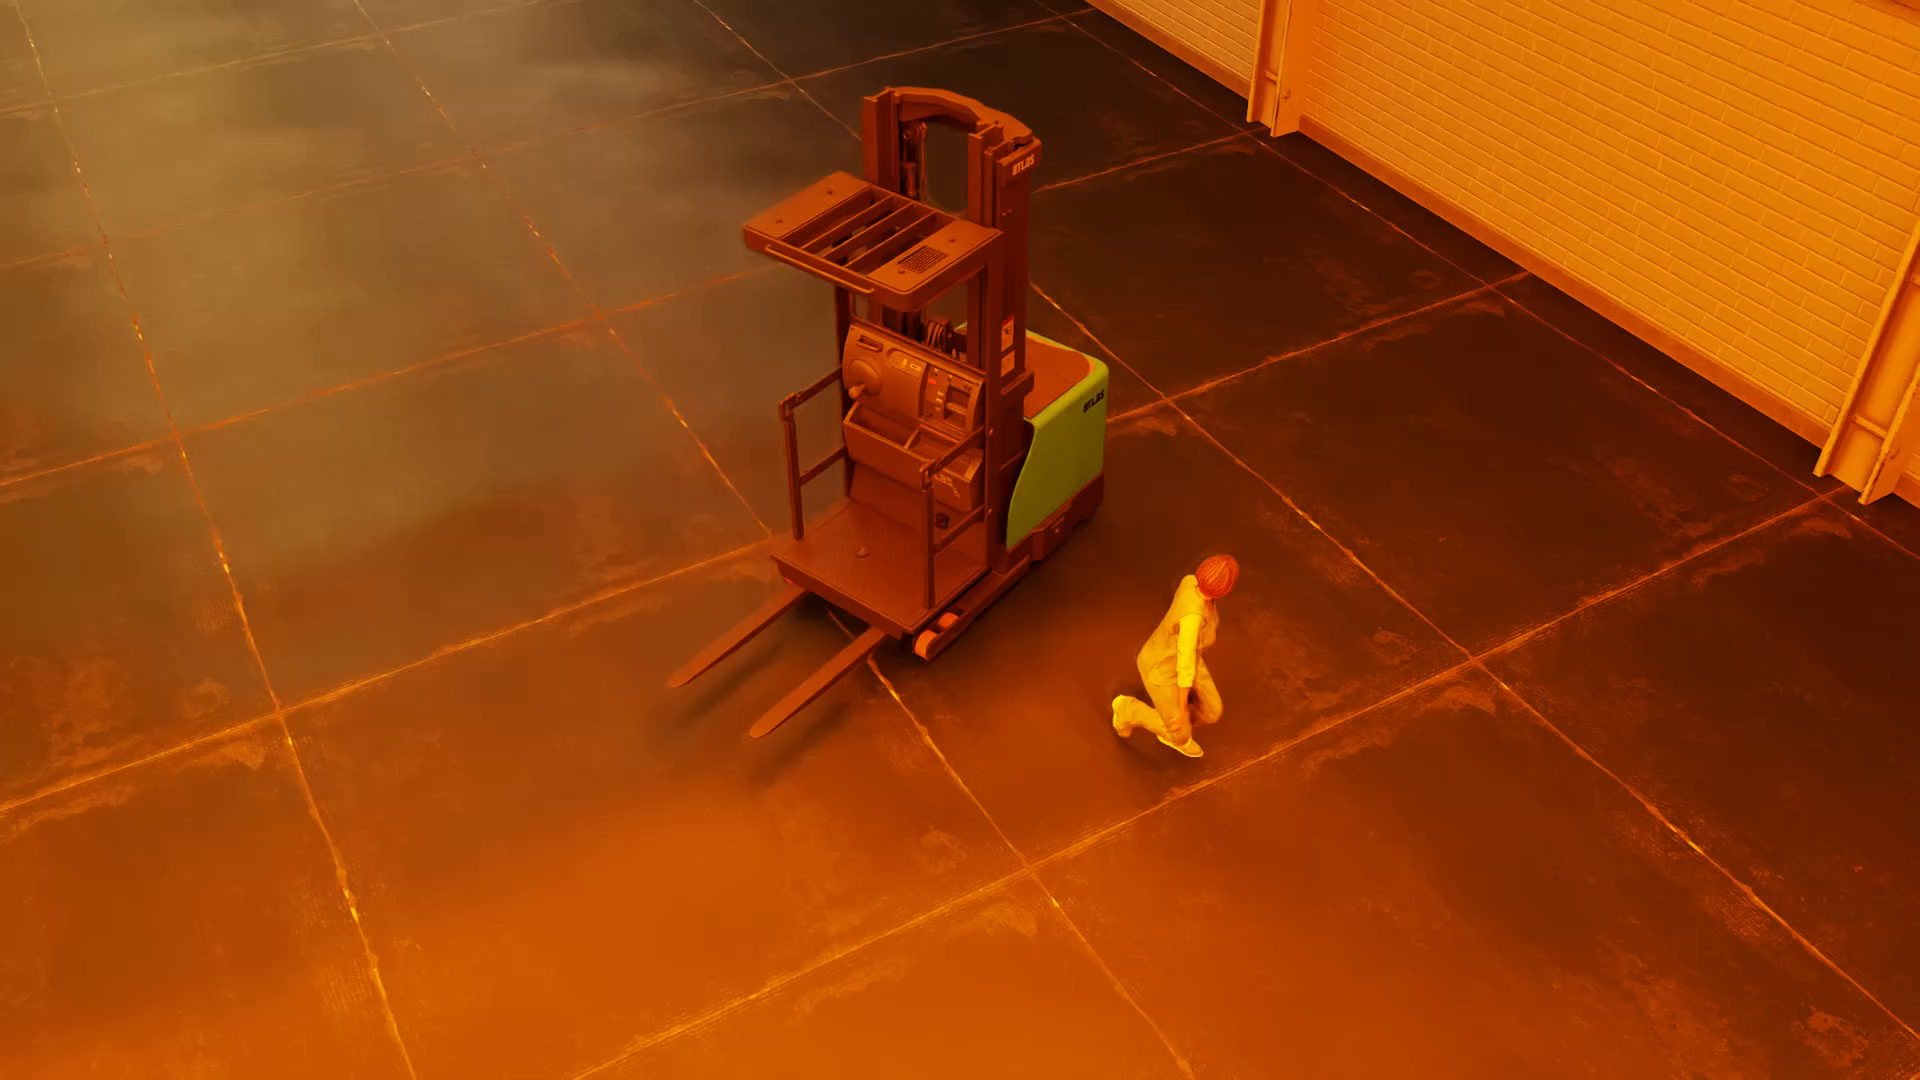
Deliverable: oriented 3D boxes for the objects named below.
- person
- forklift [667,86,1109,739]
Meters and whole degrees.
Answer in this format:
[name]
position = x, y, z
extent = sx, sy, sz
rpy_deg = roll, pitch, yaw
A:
[person]
position = 1.088, 0.608, 8.527
extent = 0.587, 1.405, 0.692
rpy_deg = 22, 44, 24
[forklift]
position = -0.398, -0.805, 9.006
extent = 1.130, 2.935, 3.031
rpy_deg = 27, 47, 28
